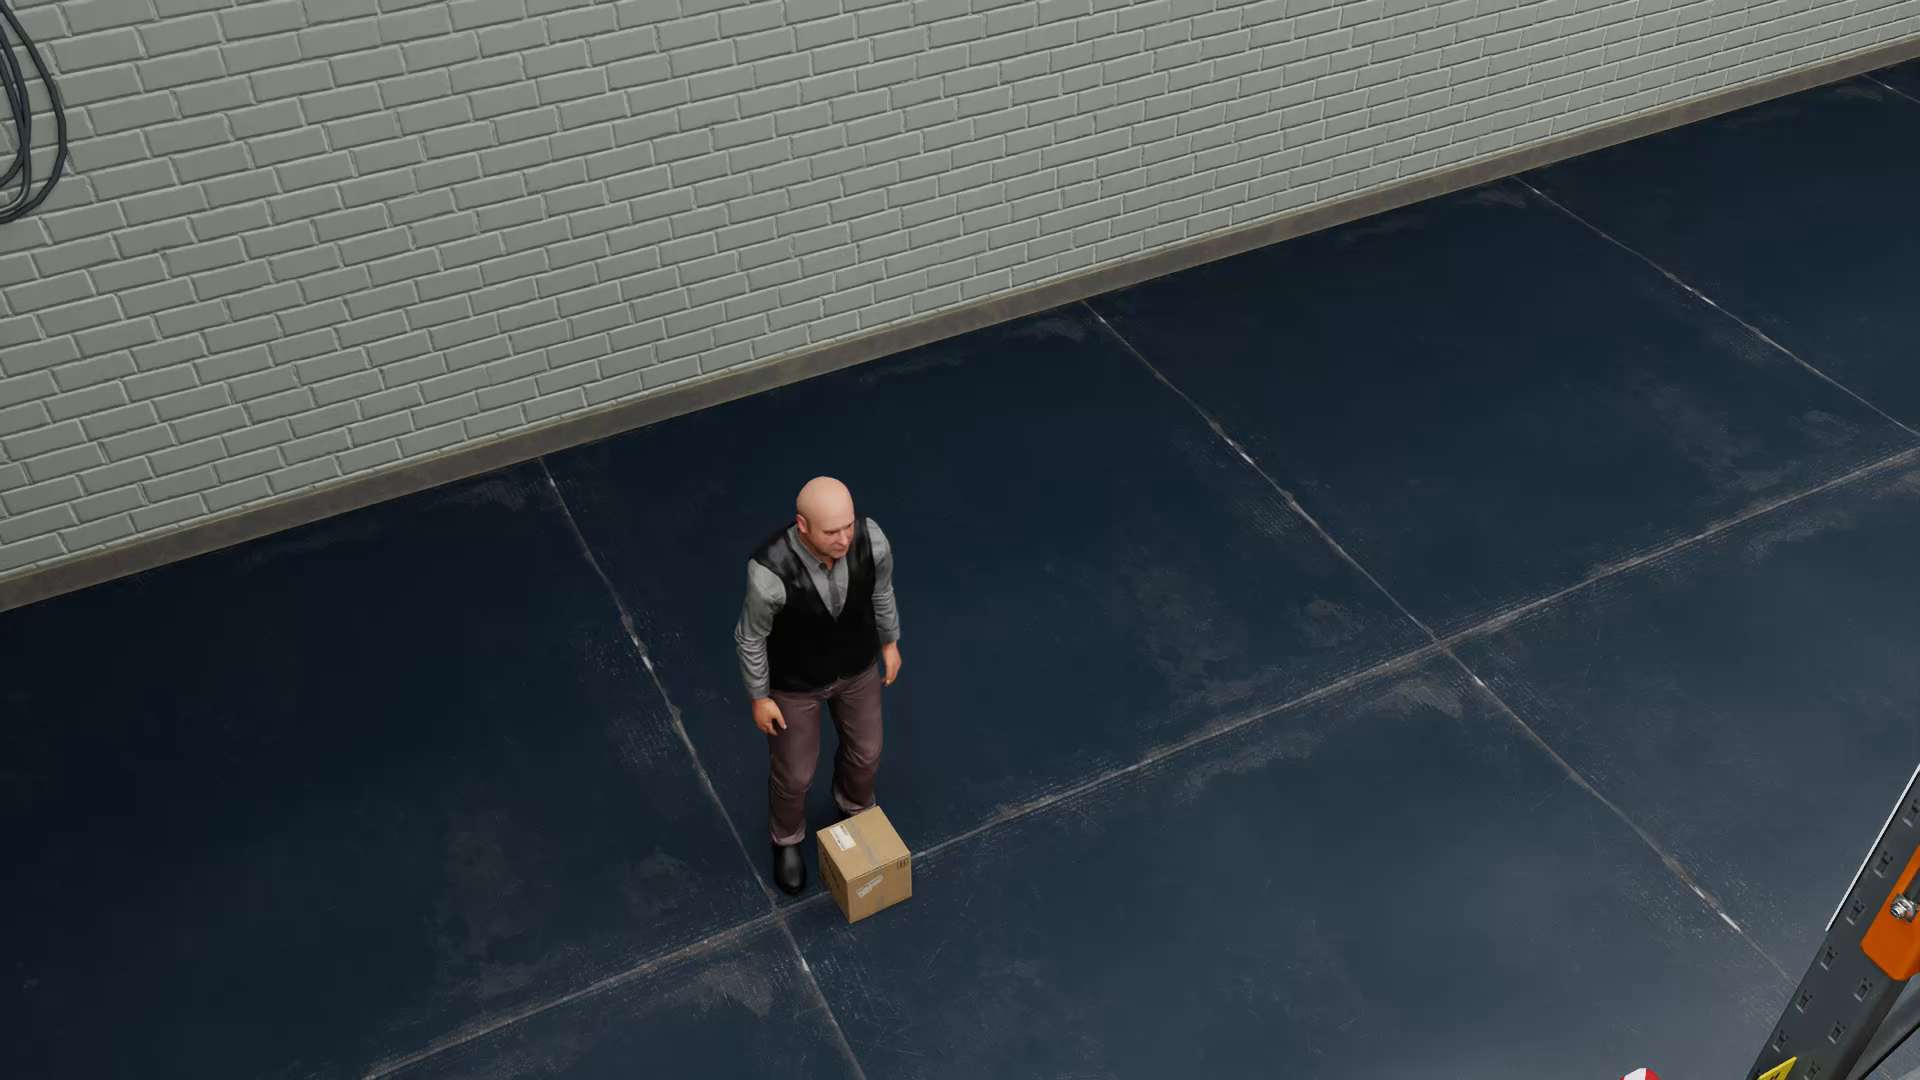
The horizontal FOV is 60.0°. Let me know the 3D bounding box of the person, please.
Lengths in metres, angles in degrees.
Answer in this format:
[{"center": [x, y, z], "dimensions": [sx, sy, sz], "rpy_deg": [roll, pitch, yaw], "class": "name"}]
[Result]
[{"center": [-0.473, 0.482, 5.698], "dimensions": [0.593, 1.620, 0.421], "rpy_deg": [-22, 45, -23], "class": "person"}]
